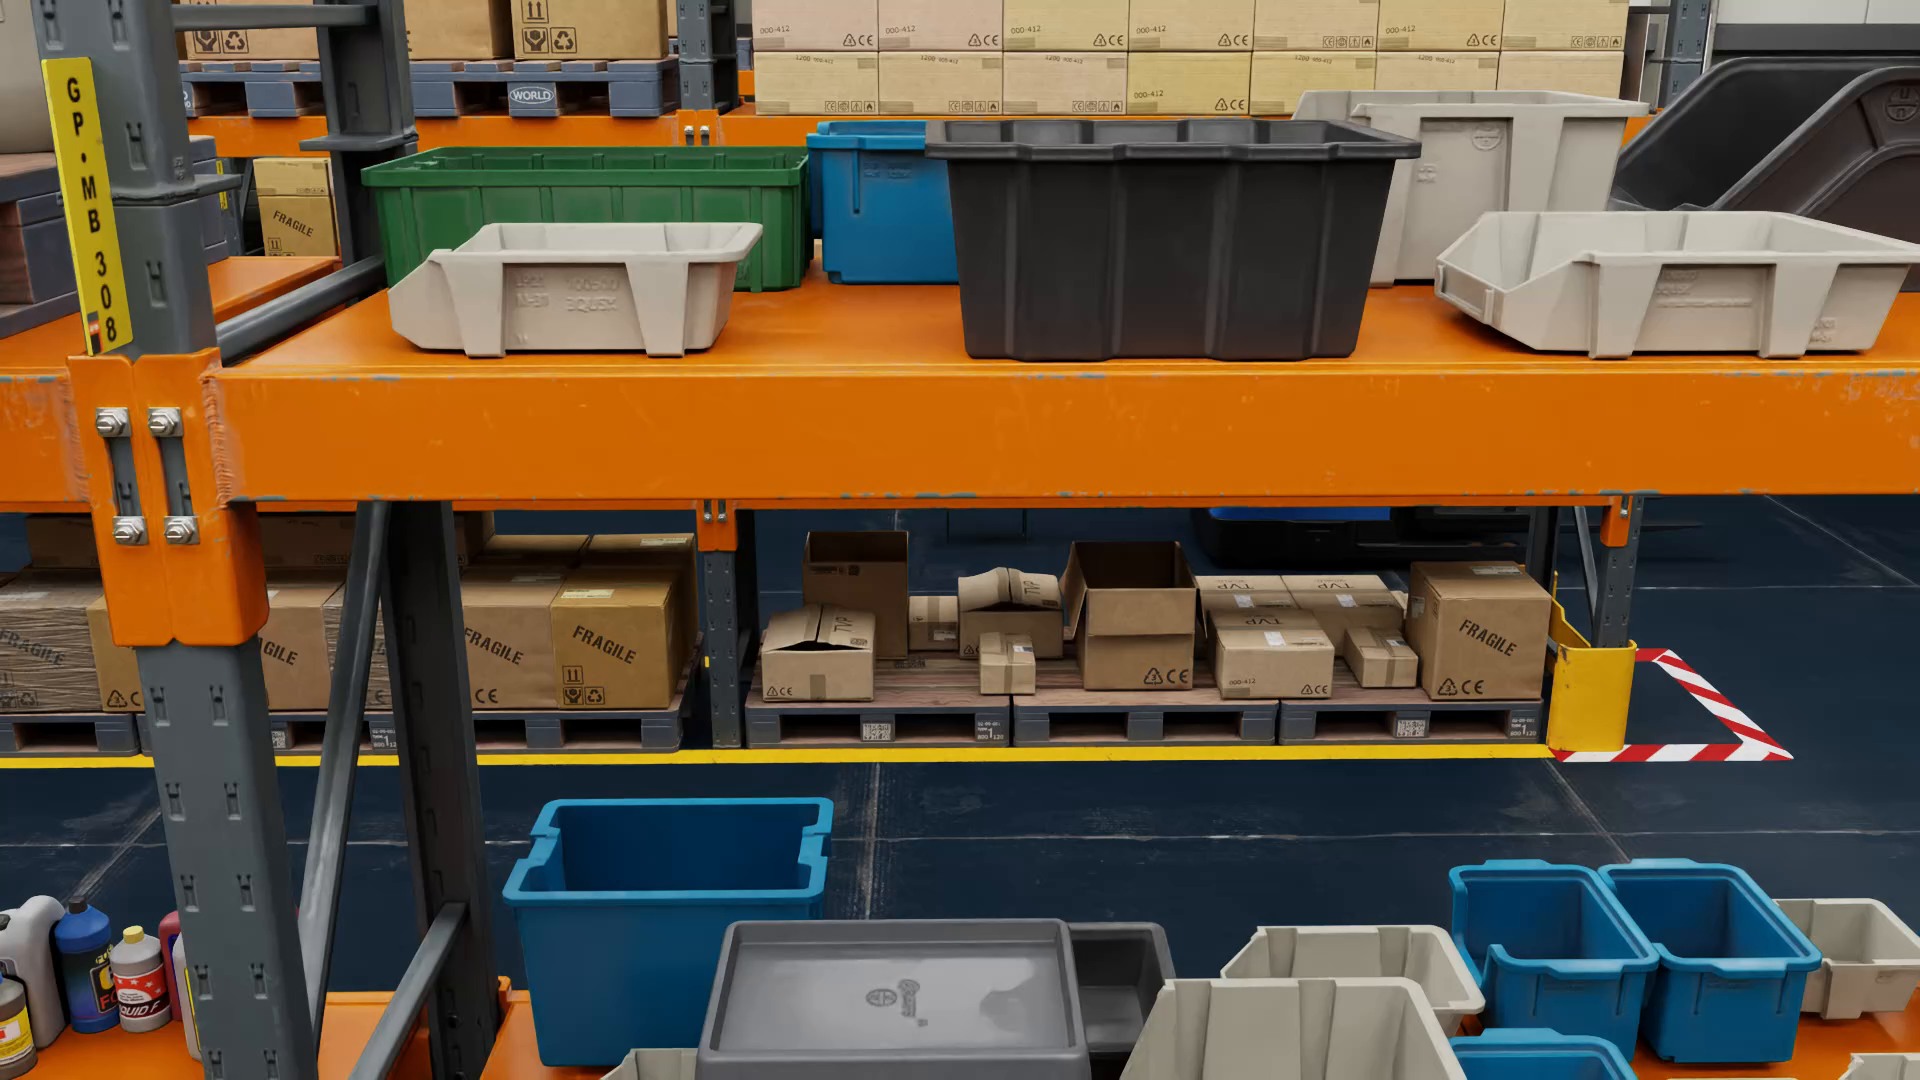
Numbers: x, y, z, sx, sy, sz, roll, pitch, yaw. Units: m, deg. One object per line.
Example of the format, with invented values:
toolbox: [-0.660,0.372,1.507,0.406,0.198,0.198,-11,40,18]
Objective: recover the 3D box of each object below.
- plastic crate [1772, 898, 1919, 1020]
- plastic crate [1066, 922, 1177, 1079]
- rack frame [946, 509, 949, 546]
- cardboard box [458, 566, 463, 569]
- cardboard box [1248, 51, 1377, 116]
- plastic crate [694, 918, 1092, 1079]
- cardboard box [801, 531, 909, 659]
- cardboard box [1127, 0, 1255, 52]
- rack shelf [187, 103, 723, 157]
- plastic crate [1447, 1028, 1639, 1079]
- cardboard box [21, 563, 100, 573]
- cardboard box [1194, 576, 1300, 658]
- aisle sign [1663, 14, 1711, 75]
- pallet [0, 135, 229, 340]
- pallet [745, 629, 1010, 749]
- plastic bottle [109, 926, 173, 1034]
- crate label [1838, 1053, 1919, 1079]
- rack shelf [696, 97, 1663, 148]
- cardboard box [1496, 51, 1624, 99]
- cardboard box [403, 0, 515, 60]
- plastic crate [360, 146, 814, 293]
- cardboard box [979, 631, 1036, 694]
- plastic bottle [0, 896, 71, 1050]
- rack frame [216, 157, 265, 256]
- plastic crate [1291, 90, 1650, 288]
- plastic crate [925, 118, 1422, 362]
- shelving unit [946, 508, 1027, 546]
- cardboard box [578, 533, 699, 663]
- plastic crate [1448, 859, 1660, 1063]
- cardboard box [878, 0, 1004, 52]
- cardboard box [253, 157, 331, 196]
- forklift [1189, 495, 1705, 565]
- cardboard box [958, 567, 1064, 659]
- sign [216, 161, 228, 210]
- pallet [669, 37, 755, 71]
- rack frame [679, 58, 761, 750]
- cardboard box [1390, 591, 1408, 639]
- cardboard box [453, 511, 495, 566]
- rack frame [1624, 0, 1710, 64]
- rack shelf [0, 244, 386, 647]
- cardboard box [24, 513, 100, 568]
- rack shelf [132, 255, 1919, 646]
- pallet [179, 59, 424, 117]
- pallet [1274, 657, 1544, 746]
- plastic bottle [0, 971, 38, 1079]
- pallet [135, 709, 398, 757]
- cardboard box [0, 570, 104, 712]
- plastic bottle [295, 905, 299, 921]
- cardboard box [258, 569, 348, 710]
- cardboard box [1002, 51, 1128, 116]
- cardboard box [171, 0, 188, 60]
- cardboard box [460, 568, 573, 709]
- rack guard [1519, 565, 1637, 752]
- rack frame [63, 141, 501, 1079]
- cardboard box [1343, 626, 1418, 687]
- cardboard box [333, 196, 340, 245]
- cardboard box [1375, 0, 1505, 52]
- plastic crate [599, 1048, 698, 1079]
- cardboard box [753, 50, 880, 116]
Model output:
plastic crate: [1.751,0.844,3.338,0.298,0.136,0.250,0,18,-1]
plastic crate: [0.119,0.902,3.179,0.590,0.125,0.437,0,18,-1]
rack frame: [-0.078,-0.571,10.363,0.015,1.200,0.240,0,18,-1]
cardboard box: [-2.591,0.288,8.110,0.500,0.500,0.500,0,18,0]
cardboard box: [1.419,-1.914,6.938,0.500,0.250,0.500,0,18,-1]
plastic crate: [-0.099,0.900,2.629,0.583,0.464,0.402,0,18,-1]
cardboard box: [-0.505,0.265,8.183,0.500,0.500,0.500,0,18,-1]
cardboard box: [0.919,-2.152,6.862,0.500,0.250,0.500,0,18,-1]
rack shelf: [-3.070,-1.702,7.211,4.000,0.370,1.077,0,18,-1]
plastic crate: [0.954,1.007,2.675,0.300,0.233,0.416,0,18,-1]
cardboard box: [-4.139,0.298,8.081,0.500,0.500,0.500,0,18,1]
cardboard box: [1.381,0.375,8.249,0.500,0.250,0.500,0,18,-1]
aisle sign: [3.002,-1.790,6.962,0.004,0.787,0.394,0,18,-1]
pallet: [-1.778,-0.418,2.339,1.003,0.211,1.213,0,18,-1]
pallet: [-0.384,0.699,8.025,1.213,0.211,1.003,0,18,-1]
plastic bottle: [-1.618,0.859,3.283,0.097,0.201,0.097,0,18,0]
crate label: [1.623,1.029,2.762,0.243,0.136,0.396,0,18,-1]
rack shelf: [0.929,-1.722,7.271,4.000,0.370,1.077,0,18,-1]
cardboard box: [2.419,-1.919,6.955,0.500,0.250,0.500,0,18,-1]
cardboard box: [-2.243,-2.360,7.067,0.600,0.600,0.600,0,18,-1]
plastic crate: [-0.577,-0.535,2.741,0.662,0.188,0.450,0,18,-1]
cardboard box: [0.217,0.570,7.778,0.250,0.166,0.380,0,18,-1]
plastic bottle: [-1.831,0.833,3.242,0.135,0.276,0.152,0,18,-1]
rack frame: [-5.152,-2.120,12.245,0.127,3.000,1.000,0,18,-1]
plastic crate: [0.782,-0.588,2.754,0.530,0.282,0.437,0,18,-1]
plastic crate: [0.250,-0.402,2.193,0.590,0.269,0.497,0,18,-1]
shelving unit: [0.166,-0.572,10.367,0.503,1.200,0.258,0,18,-1]
cardboard box: [-1.558,0.282,8.129,0.500,0.500,0.500,-1,18,-3]
plastic crate: [1.135,0.827,3.235,0.300,0.233,0.416,0,18,-1]
cardboard box: [-0.081,-2.151,6.858,0.500,0.250,0.500,0,18,-1]
cardboard box: [-4.665,-2.599,11.829,0.500,0.250,0.500,0,18,0]
forklift: [3.013,-1.376,10.039,3.031,2.935,1.130,0,18,0]
cardboard box: [0.244,0.352,8.223,0.500,0.311,0.500,0,18,-1]
sign: [-5.134,-2.468,11.564,0.005,0.325,0.100,0,18,-1]
pallet: [-2.069,-3.457,11.816,1.217,0.209,0.805,-1,18,-3]
rack frame: [-1.071,-0.626,7.589,0.127,3.000,1.000,0,18,-1]
cardboard box: [2.255,0.392,8.332,0.250,0.166,0.380,0,18,-1]
cardboard box: [-2.558,-0.070,7.999,0.500,0.250,0.500,0,18,-1]
rack frame: [2.929,-3.502,6.733,0.127,3.000,1.000,0,18,-1]
rack shelf: [-2.996,-0.190,2.495,4.000,0.370,1.077,0,18,-1]
cardboard box: [-4.082,-0.061,7.972,0.500,0.250,0.500,0,18,1]
rack shelf: [1.004,-0.209,2.555,4.000,0.370,1.077,0,18,-1]
pallet: [-2.761,-1.977,7.198,1.003,0.211,1.213,0,18,-1]
pallet: [2.056,0.687,8.061,1.213,0.211,1.003,0,18,-1]
plastic bottle: [-1.810,0.907,3.135,0.097,0.201,0.097,0,18,0]
pallet: [-3.106,0.724,7.946,1.213,0.211,1.003,0,18,-1]
cardboard box: [-4.087,0.455,7.592,0.500,0.500,0.500,-1,18,-3]
plastic bottle: [-1.370,0.814,3.292,0.133,0.283,0.061,0,18,-1]
cardboard box: [-3.064,0.450,7.607,0.500,0.500,0.500,-1,18,-3]
cardboard box: [0.419,-1.913,6.936,0.500,0.250,0.500,0,18,-1]
cardboard box: [-3.605,-2.100,7.110,0.500,0.500,0.910,0,18,-1]
cardboard box: [-2.054,0.444,7.624,0.500,0.500,0.500,0,18,-1]
rack guard: [2.853,0.545,8.030,0.348,0.500,1.175,0,18,-1]
rack frame: [-0.996,0.887,2.873,0.127,3.000,1.000,0,18,-1]
cardboard box: [1.983,0.546,7.852,0.250,0.166,0.380,0,18,-1]
cardboard box: [-4.139,-2.243,11.944,0.500,0.500,0.500,0,18,1]
cardboard box: [1.919,-2.158,6.879,0.500,0.250,0.500,0,18,-1]
plastic crate: [-0.529,1.025,2.775,0.243,0.136,0.396,0,18,-1]
cardboard box: [-0.581,-1.910,6.926,0.500,0.250,0.500,0,18,-1]
